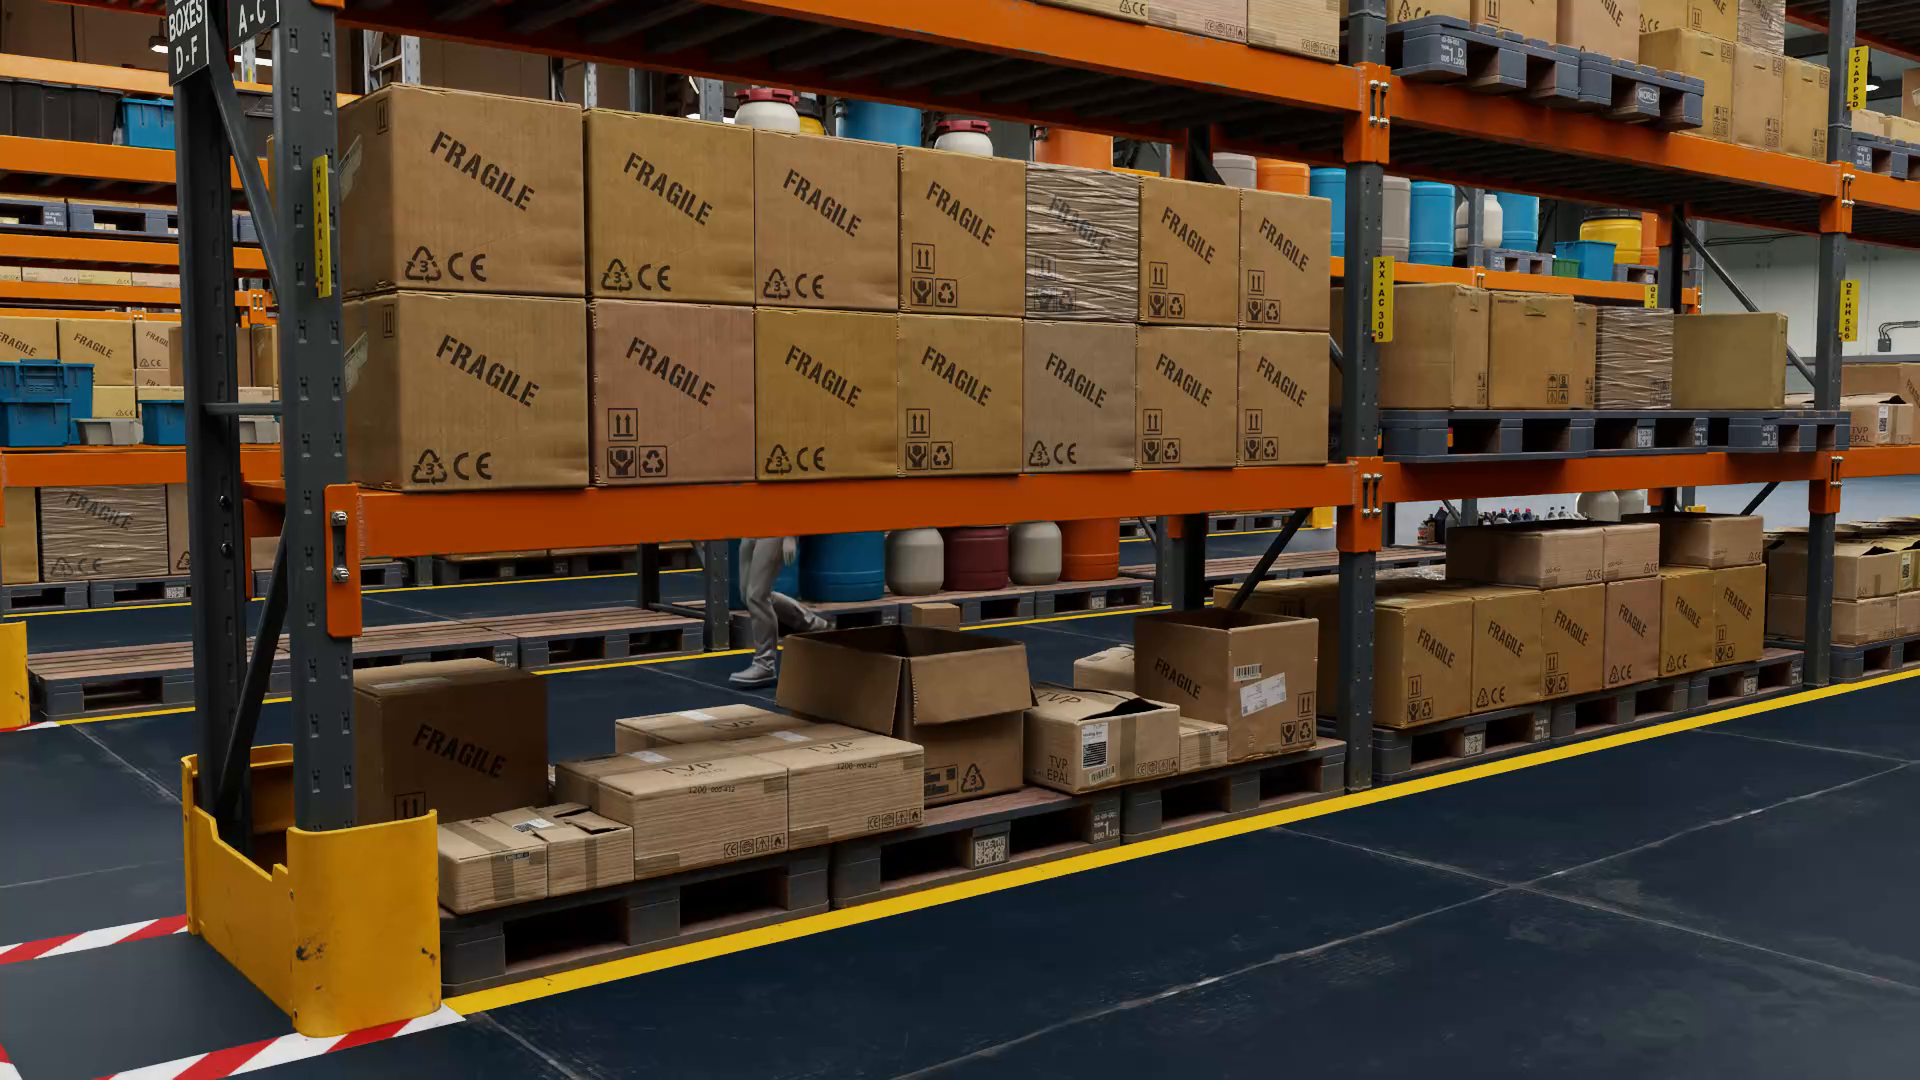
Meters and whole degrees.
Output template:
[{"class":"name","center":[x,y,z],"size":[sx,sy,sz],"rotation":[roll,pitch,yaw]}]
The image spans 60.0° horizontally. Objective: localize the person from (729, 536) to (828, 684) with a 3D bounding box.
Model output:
[{"class":"person","center":[-1.005,-0.053,9.168],"size":[0.675,1.637,0.513],"rotation":[-3,5,-34]}]
